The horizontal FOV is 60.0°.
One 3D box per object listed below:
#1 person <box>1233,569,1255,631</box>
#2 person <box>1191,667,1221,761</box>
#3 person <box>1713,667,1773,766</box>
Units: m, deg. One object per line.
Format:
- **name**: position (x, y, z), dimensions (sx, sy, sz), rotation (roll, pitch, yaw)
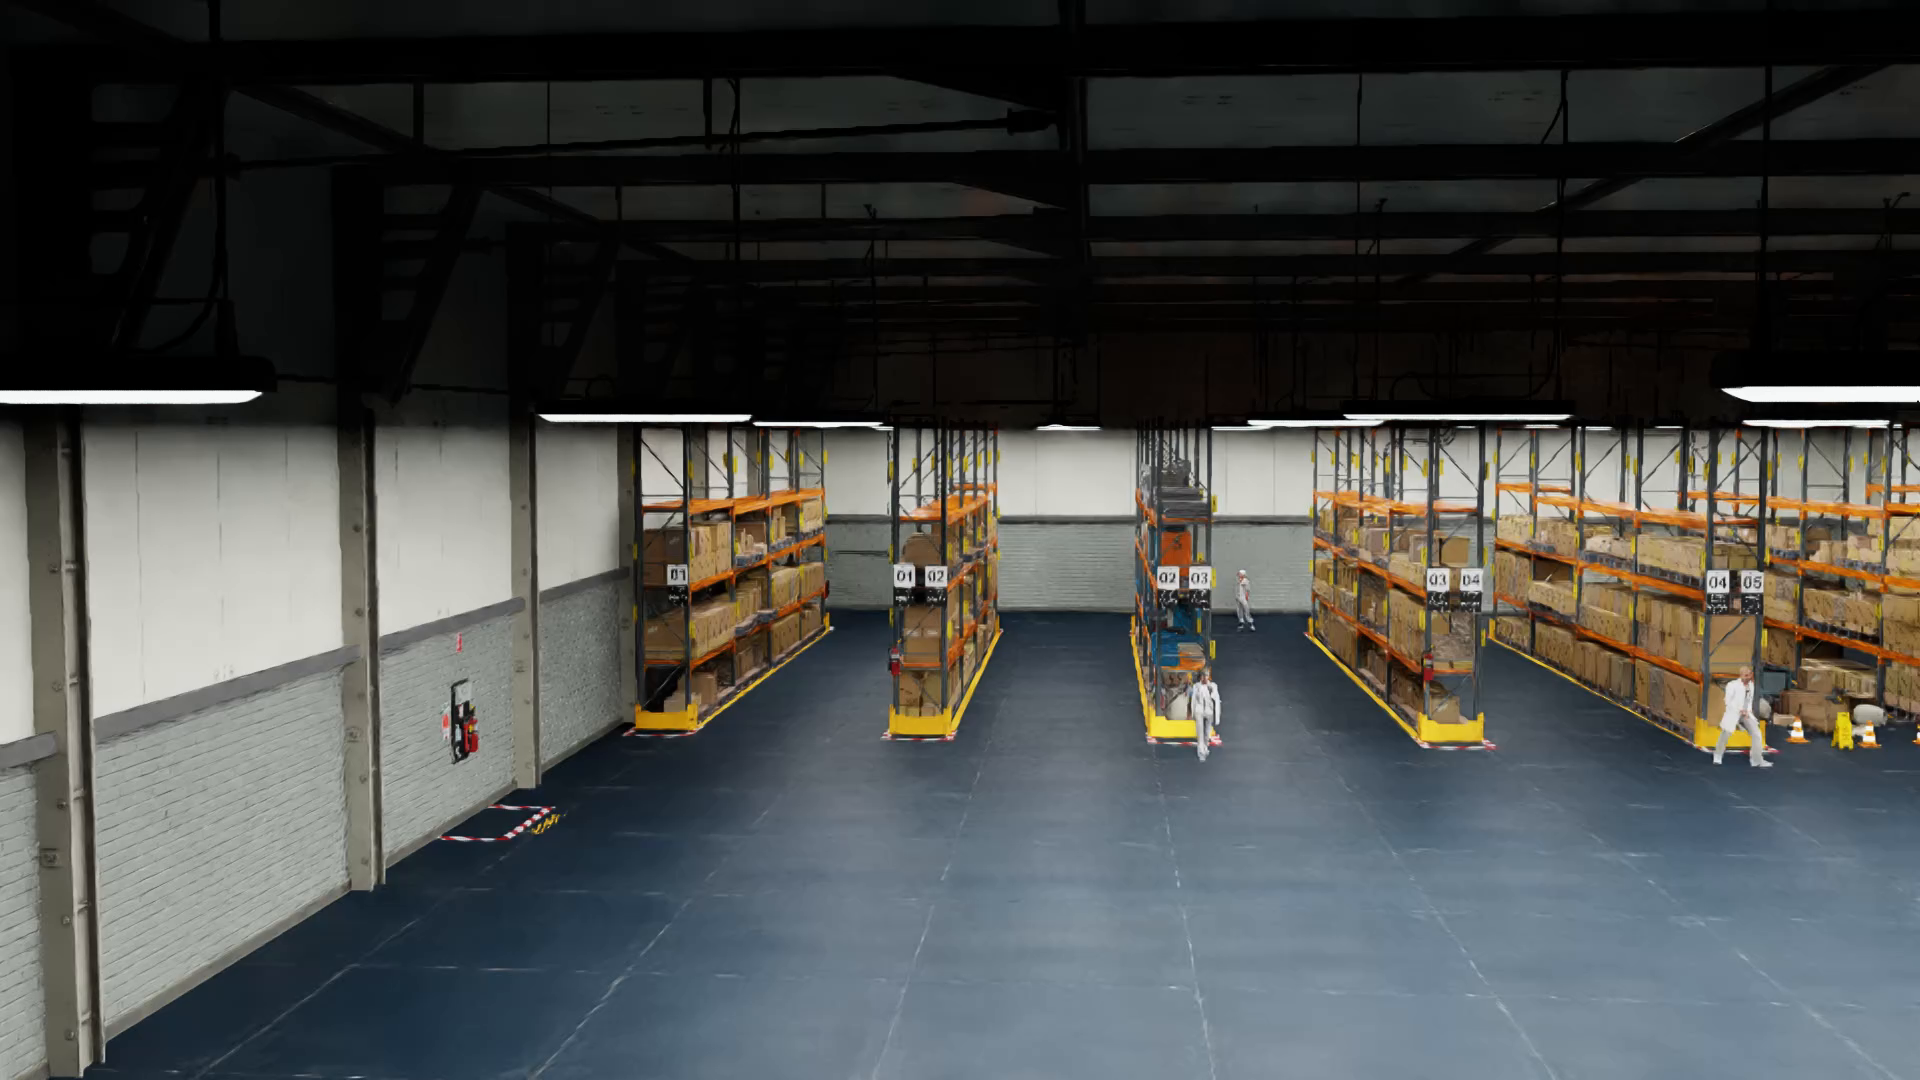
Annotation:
- **person**: position (8.155, 1.733, 47.603), dimensions (0.477, 1.786, 0.721), rotation (-2, 4, -23)
- **person**: position (4.287, 3.007, 29.007), dimensions (0.502, 1.624, 0.980), rotation (0, 4, 4)
- **person**: position (13.317, 2.999, 28.431), dimensions (0.731, 1.717, 0.881), rotation (-1, 4, -13)
